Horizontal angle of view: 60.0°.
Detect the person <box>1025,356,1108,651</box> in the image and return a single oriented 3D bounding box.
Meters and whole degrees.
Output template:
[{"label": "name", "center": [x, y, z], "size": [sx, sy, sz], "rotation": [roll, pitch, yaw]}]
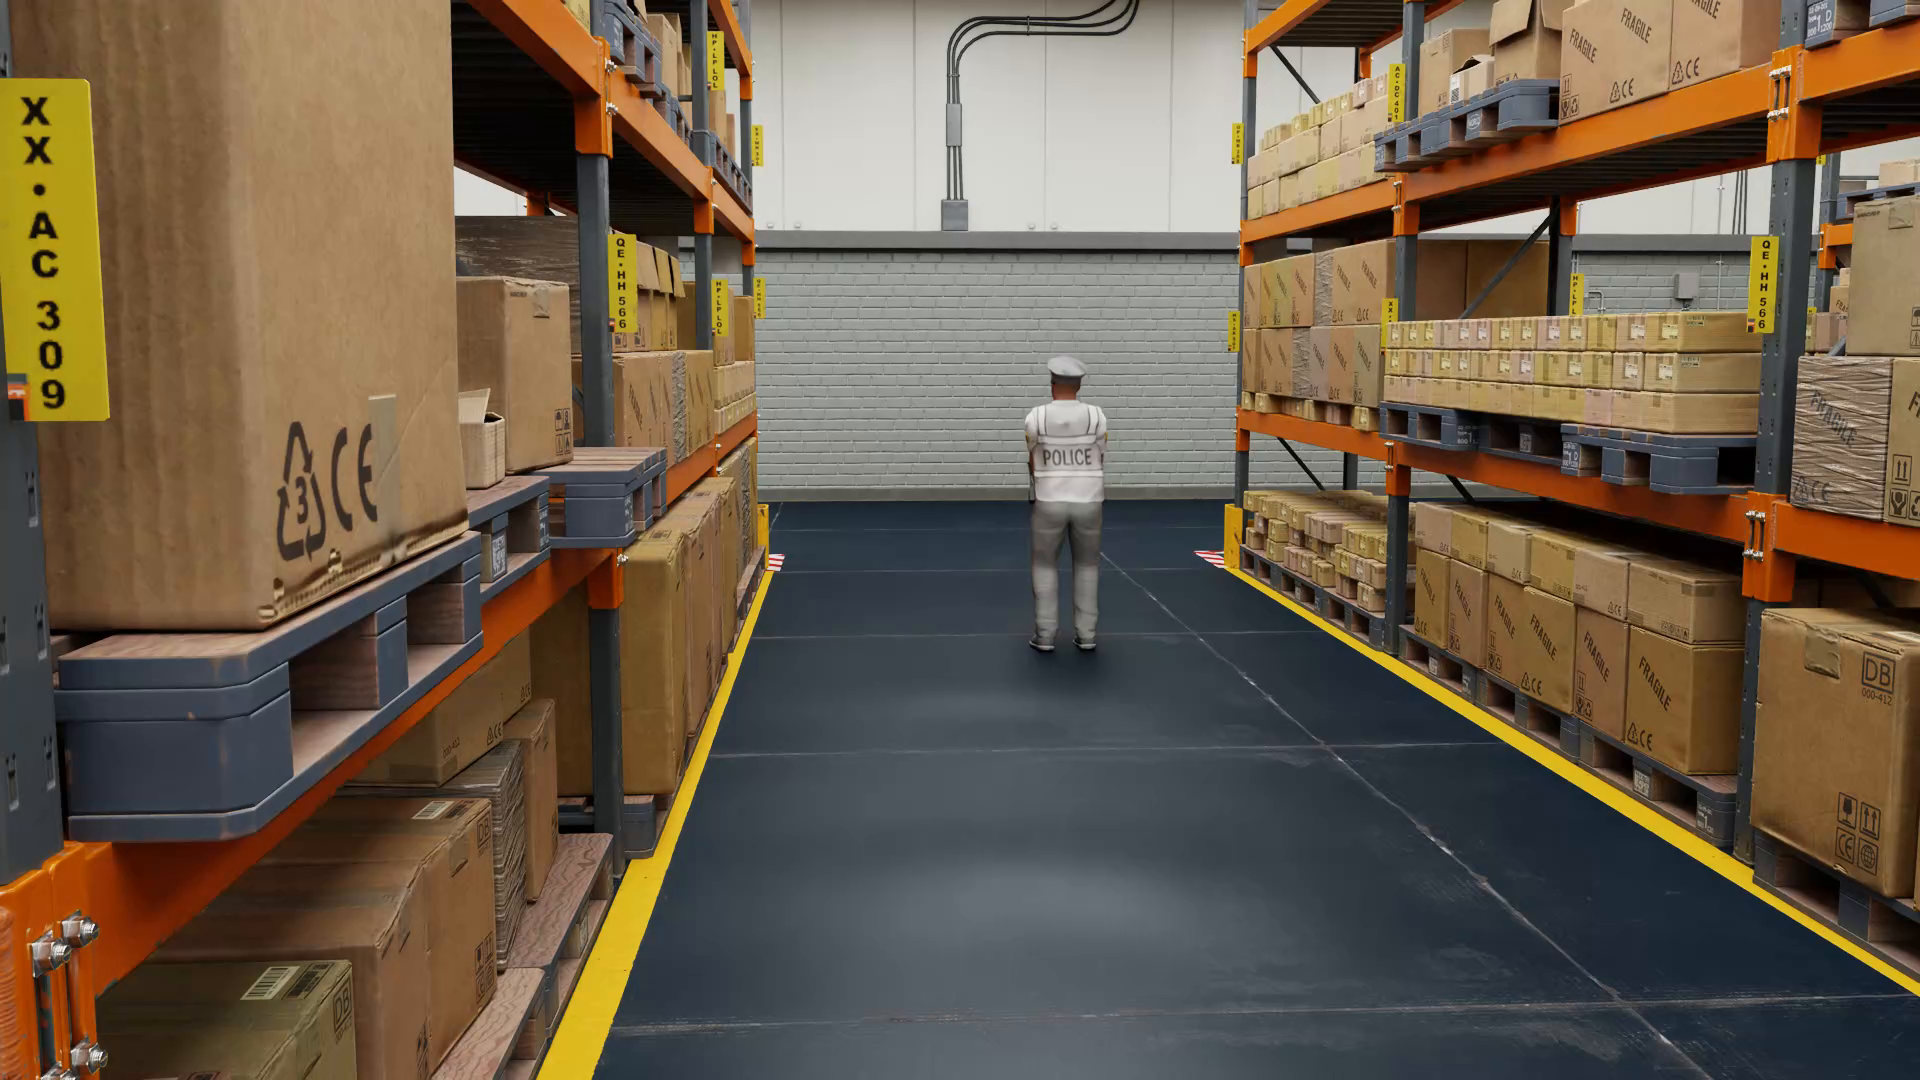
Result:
[{"label": "person", "center": [0.626, -0.226, 10.044], "size": [0.494, 1.767, 0.565], "rotation": [0, 7, -3]}]
